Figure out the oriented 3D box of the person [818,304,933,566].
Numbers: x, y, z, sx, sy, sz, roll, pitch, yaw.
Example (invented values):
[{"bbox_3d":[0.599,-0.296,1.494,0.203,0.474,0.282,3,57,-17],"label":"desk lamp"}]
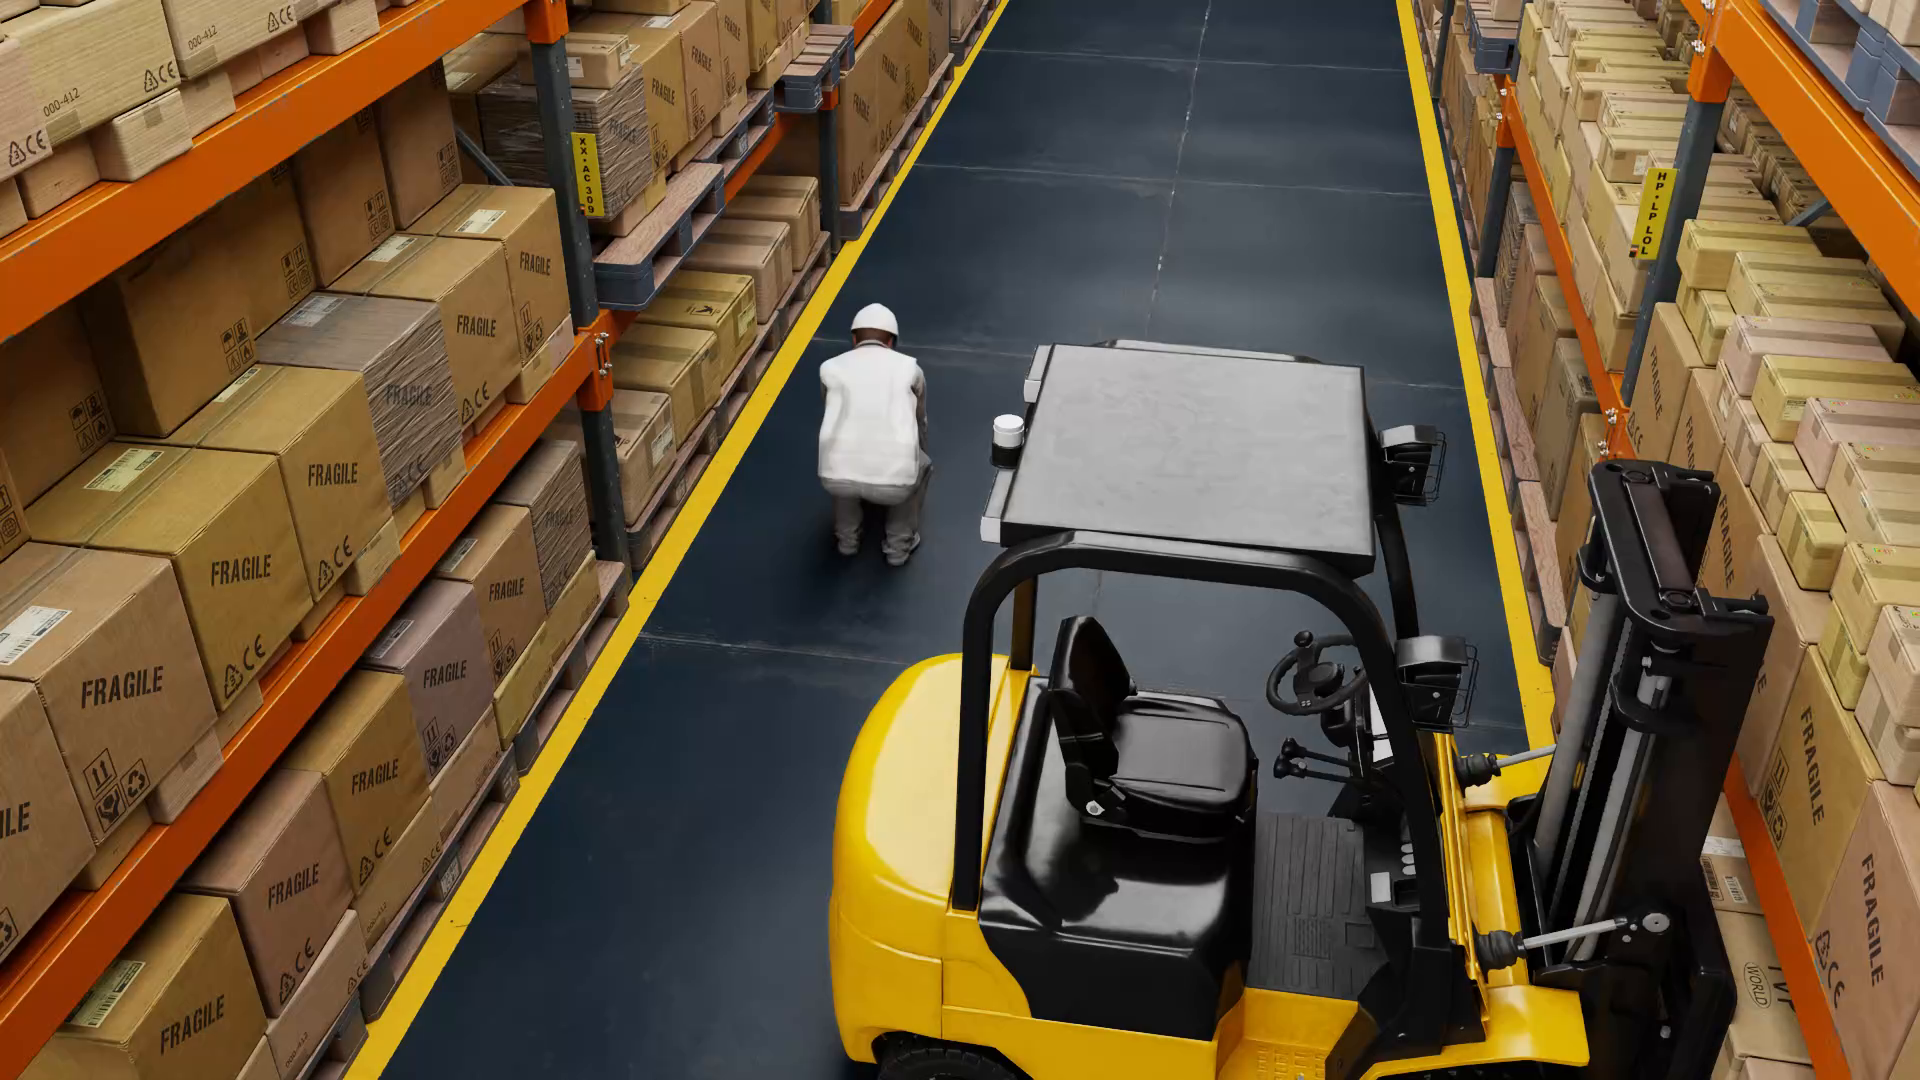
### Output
[{"bbox_3d":[-0.393,-0.461,7.569,0.515,1.014,0.887,4,32,6],"label":"person"}]
